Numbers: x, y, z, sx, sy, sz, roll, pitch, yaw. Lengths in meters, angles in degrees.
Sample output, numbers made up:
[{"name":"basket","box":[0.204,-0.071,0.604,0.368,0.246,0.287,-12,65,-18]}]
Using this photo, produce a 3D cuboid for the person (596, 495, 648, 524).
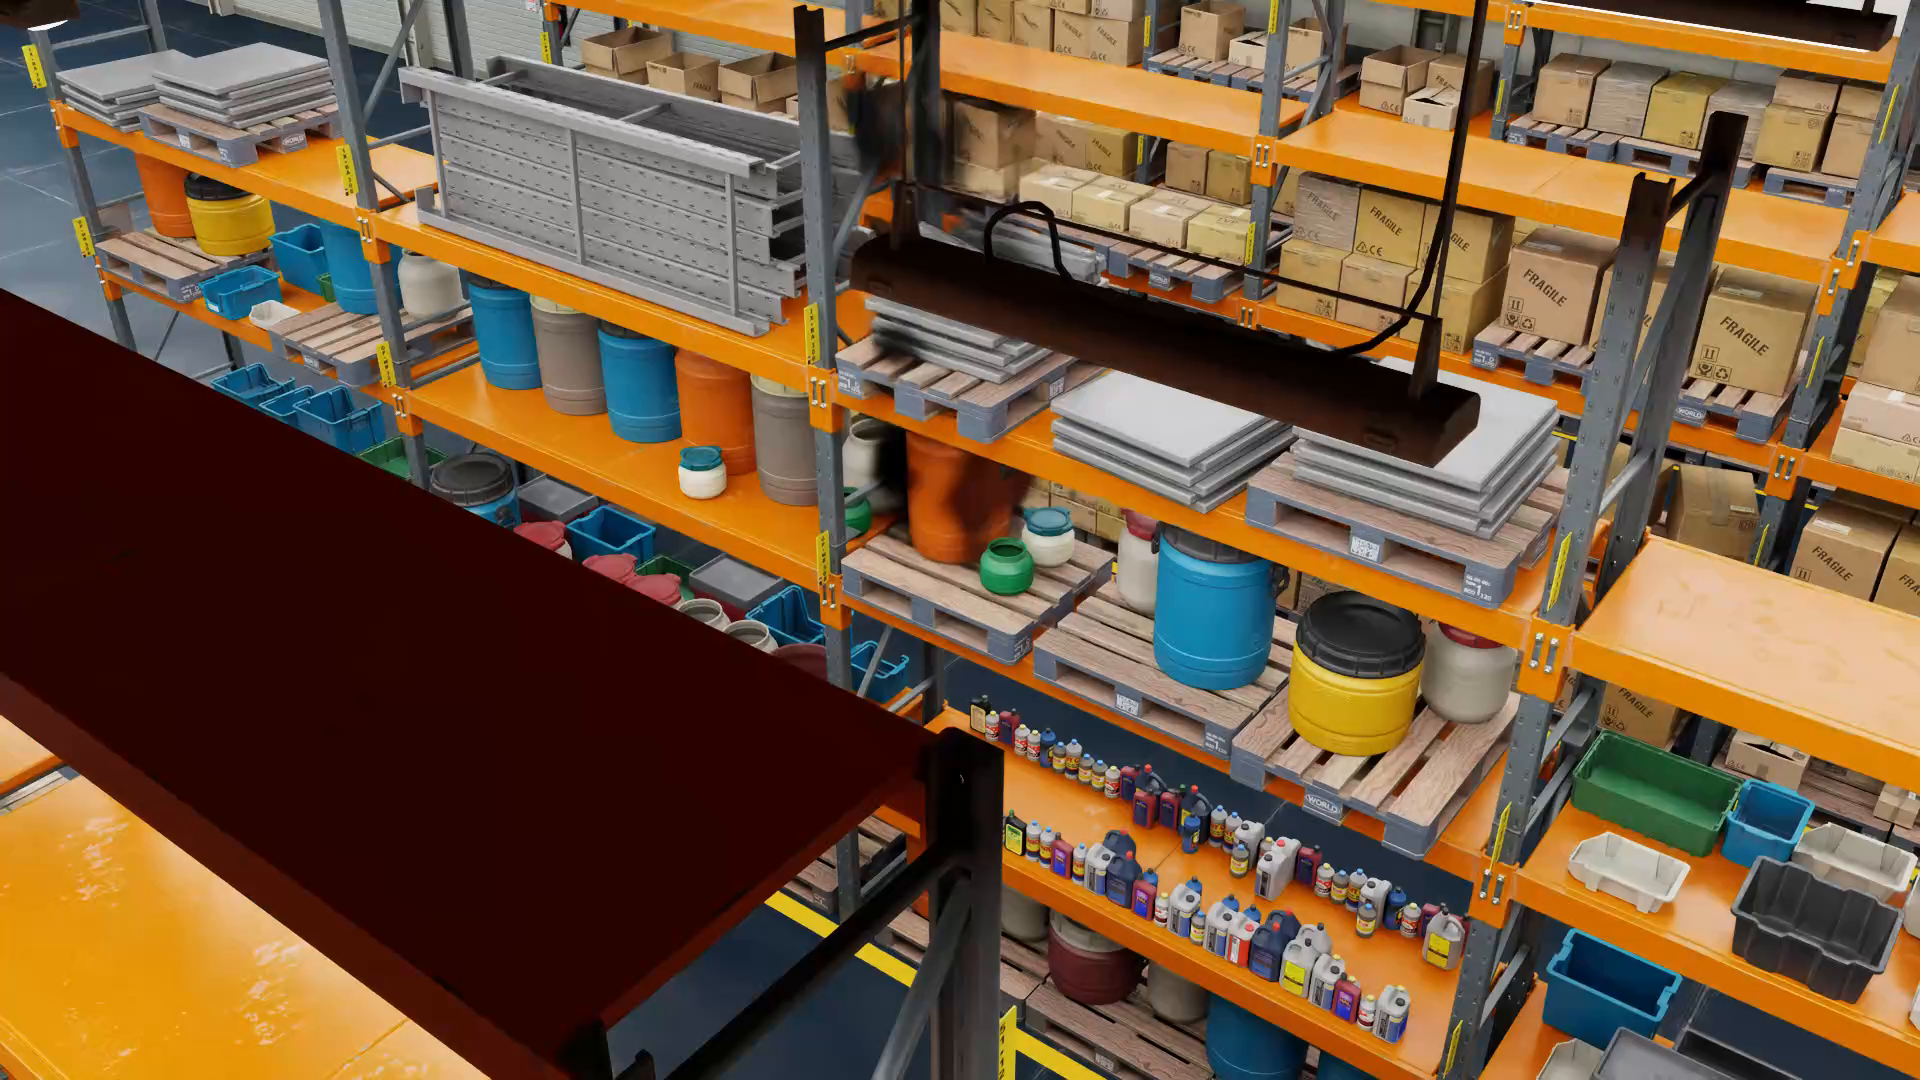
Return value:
[{"name":"person","box":[-2.996,-0.661,14.753,0.603,1.673,0.656,13,34,21]}]

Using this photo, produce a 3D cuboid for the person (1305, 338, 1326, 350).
[{"name":"person","box":[3.130,-1.186,15.621,0.528,1.653,0.589,24,39,33]}]
